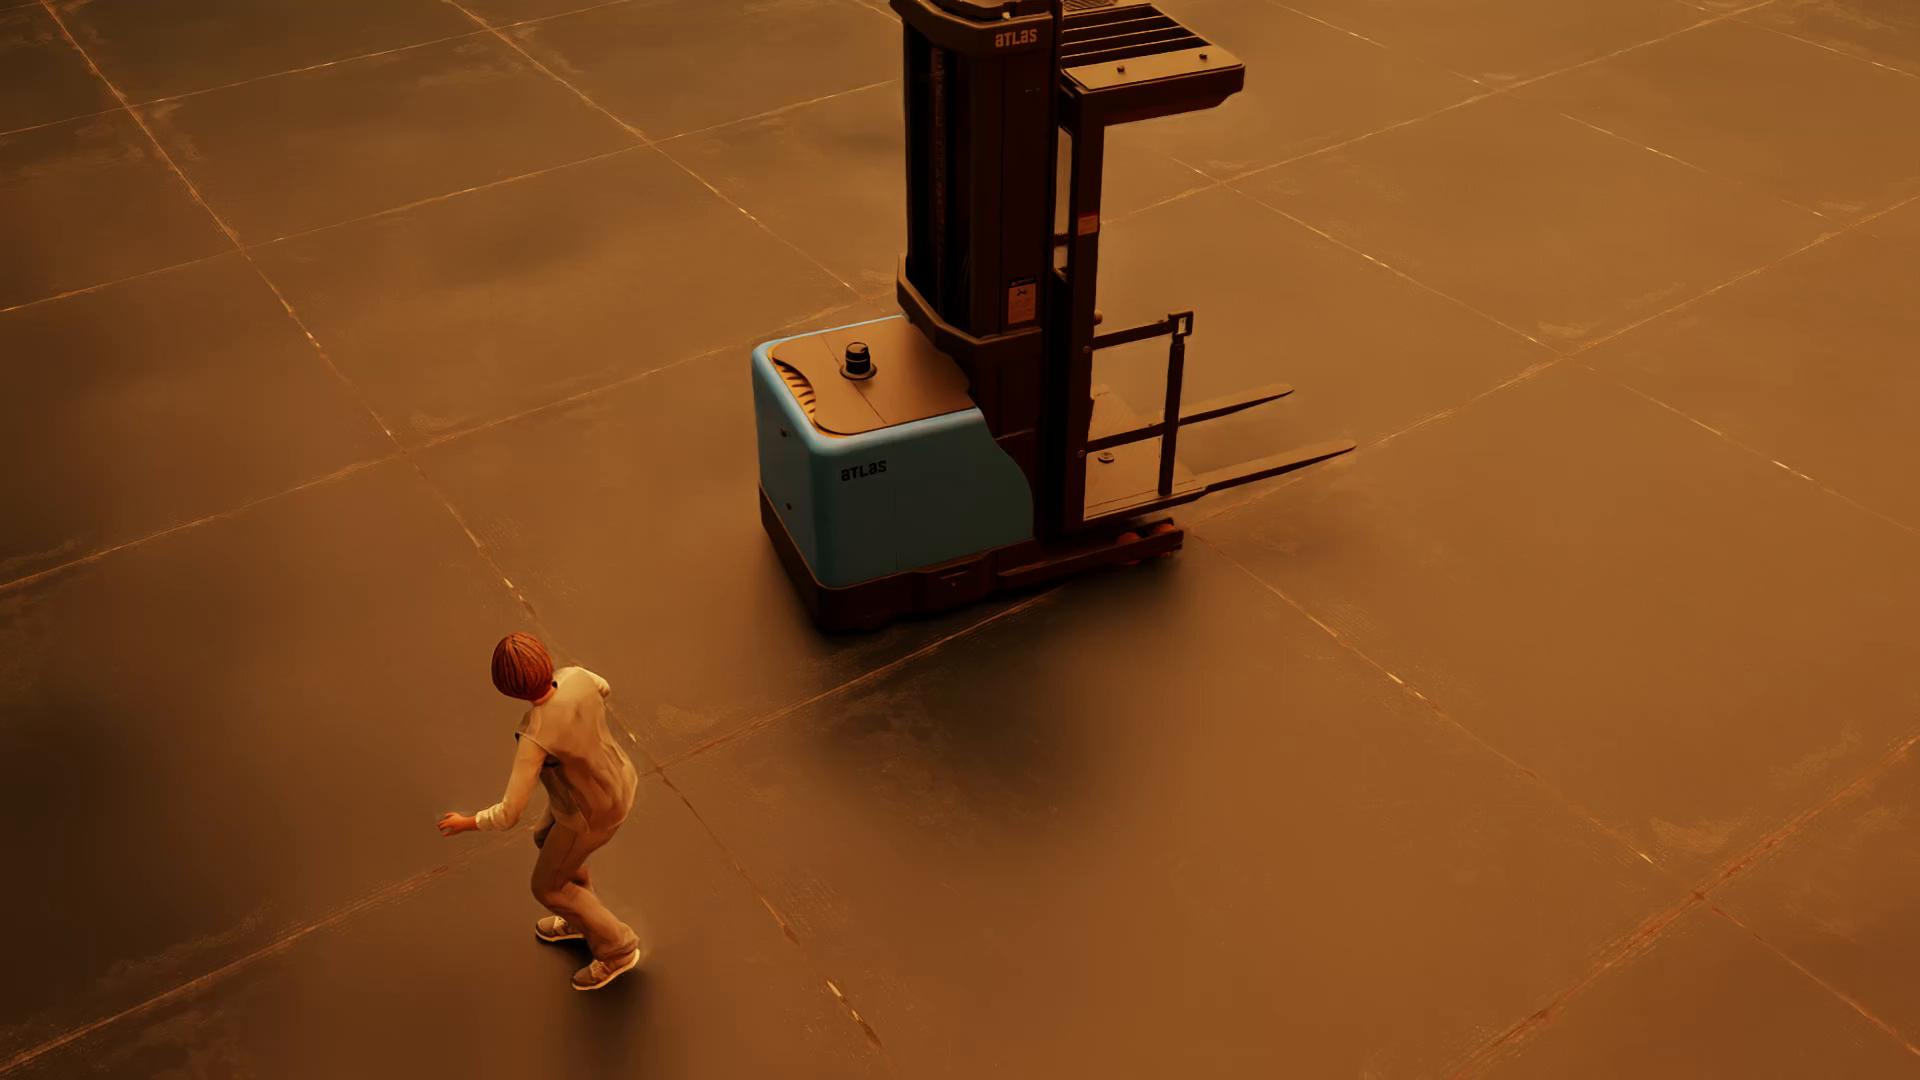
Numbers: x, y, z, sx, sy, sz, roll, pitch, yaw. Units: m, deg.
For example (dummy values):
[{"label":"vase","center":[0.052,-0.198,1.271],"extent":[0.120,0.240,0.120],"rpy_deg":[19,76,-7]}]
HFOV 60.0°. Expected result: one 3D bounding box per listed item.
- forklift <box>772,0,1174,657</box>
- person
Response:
[{"label":"forklift","center":[0.265,-1.510,7.987],"extent":[1.130,2.935,3.031],"rpy_deg":[17,40,21]},{"label":"person","center":[-1.450,0.968,5.780],"extent":[0.453,1.579,0.621],"rpy_deg":[11,38,14]}]
